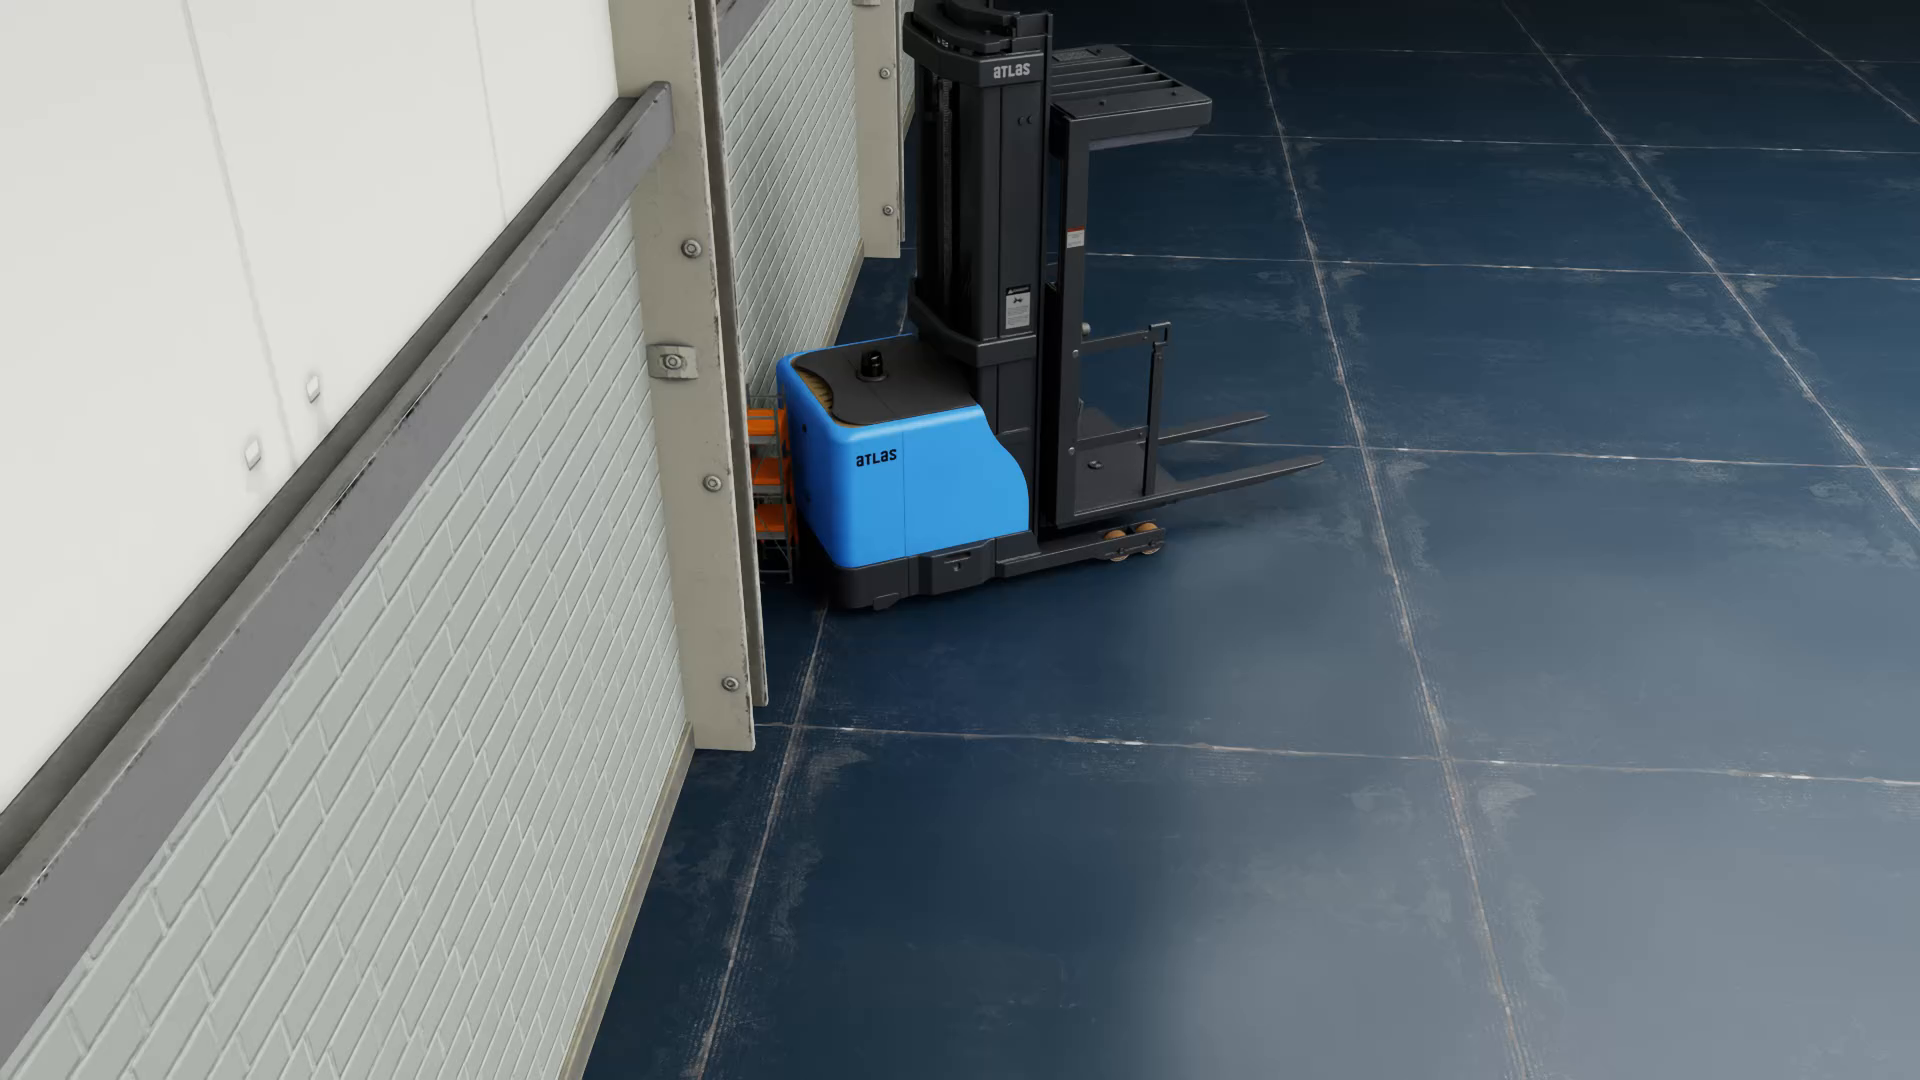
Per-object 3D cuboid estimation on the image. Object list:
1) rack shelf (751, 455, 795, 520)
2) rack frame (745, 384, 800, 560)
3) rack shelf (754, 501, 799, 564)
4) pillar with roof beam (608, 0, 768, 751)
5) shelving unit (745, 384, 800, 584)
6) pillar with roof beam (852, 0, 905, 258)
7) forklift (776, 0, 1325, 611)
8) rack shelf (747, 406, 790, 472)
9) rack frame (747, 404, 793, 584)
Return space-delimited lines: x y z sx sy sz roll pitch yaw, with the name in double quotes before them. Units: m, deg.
"rack shelf" -0.992 -0.276 8.677 0.215 0.259 0.240 0 31 4
"rack frame" -0.986 -0.347 8.777 0.200 1.050 0.008 0 31 4
"rack shelf" -0.984 -0.036 8.818 0.215 0.259 0.240 0 31 4
"pillar with roof beam" 3.199 -2.784 5.190 9.100 9.000 0.400 2 32 4
"shelving unit" -0.993 -0.285 8.672 0.215 1.050 0.252 0 31 4
"pillar with roof beam" 3.688 -5.921 10.281 9.100 9.000 0.400 2 32 4
"forklift" 0.581 -1.374 8.687 3.031 2.935 1.130 -12 34 -19
"rack shelf" -1.001 -0.520 8.533 0.215 0.259 0.240 0 31 4
"rack frame" -1.000 -0.223 8.567 0.200 1.050 0.008 0 31 4
